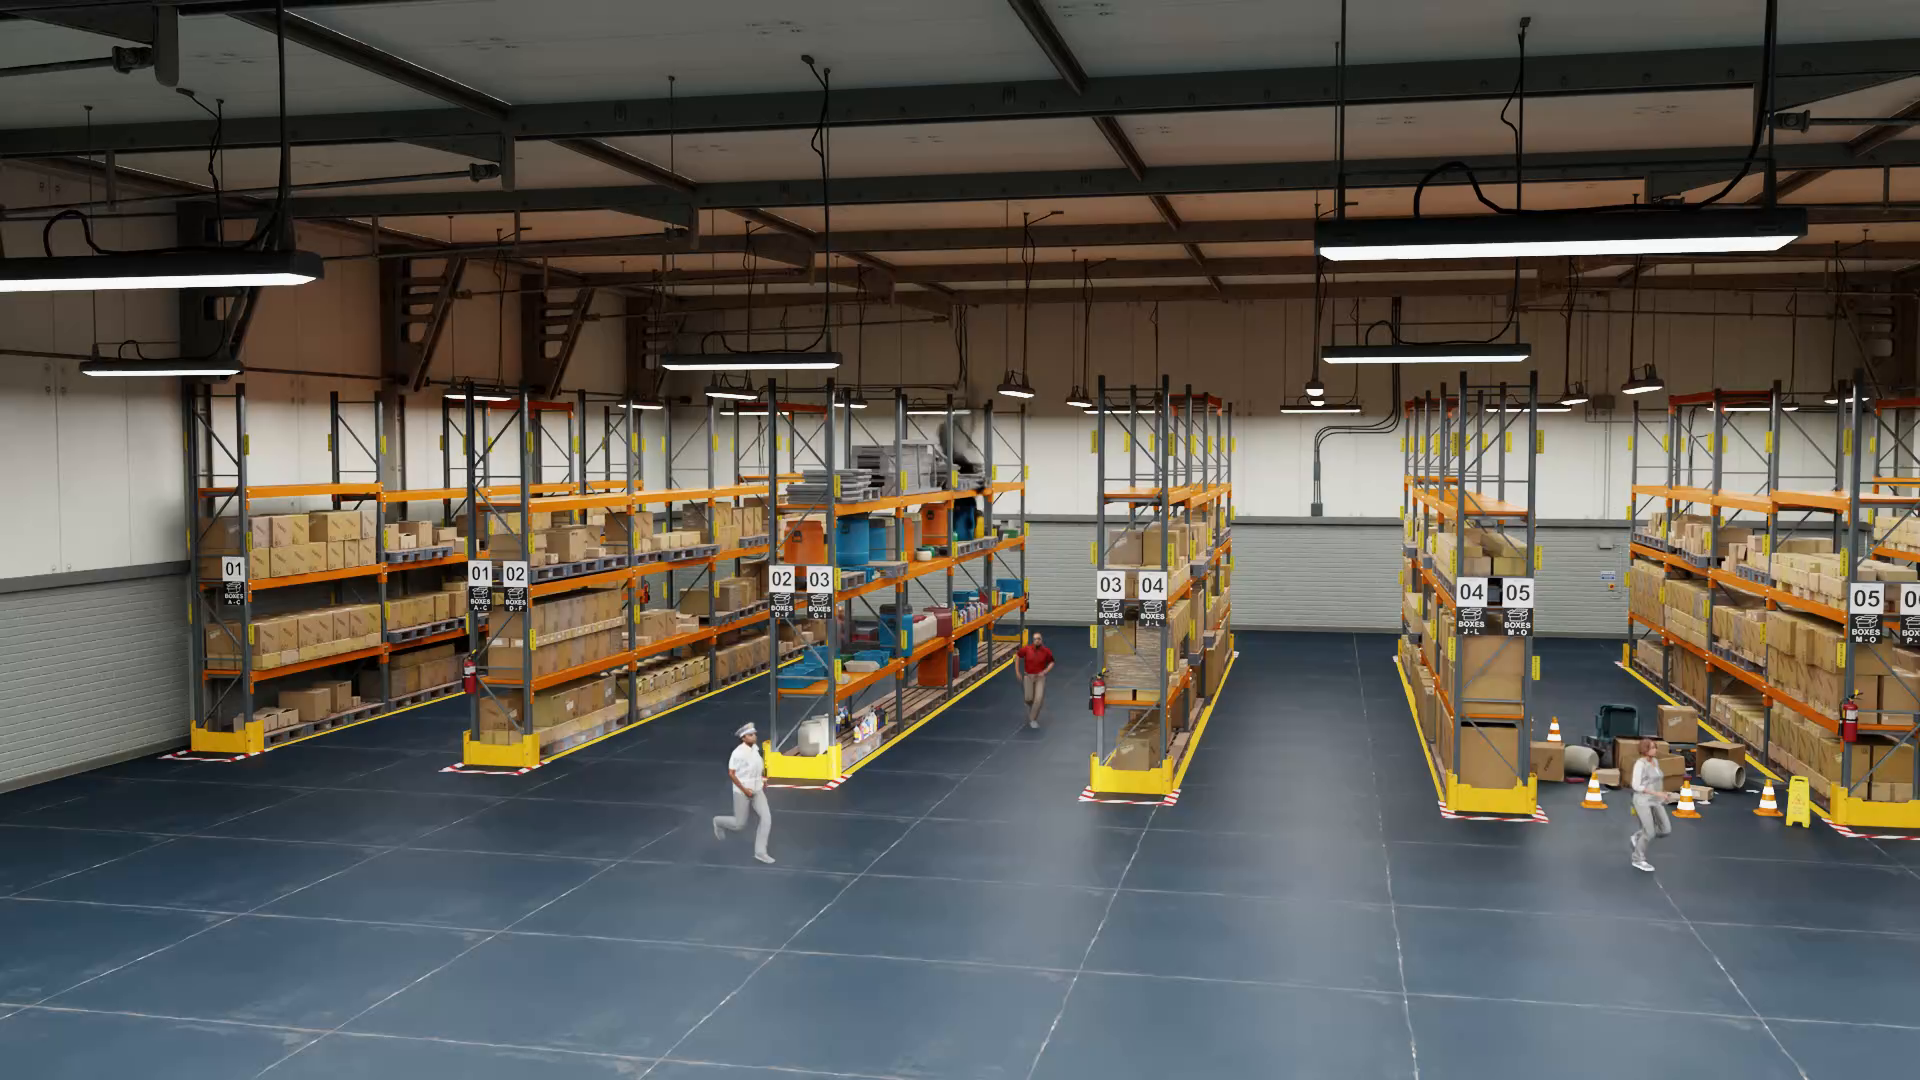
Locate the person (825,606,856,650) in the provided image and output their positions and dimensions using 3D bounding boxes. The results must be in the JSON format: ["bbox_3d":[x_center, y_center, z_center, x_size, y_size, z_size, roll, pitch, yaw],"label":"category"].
[{"bbox_3d":[-2.431,2.244,33.678,0.691,1.674,0.799,0,3,8],"label":"person"}]

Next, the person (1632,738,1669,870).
[{"bbox_3d":[8.109,3.116,19.540,0.532,1.548,0.538,-2,4,-35],"label":"person"}]

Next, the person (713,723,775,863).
[{"bbox_3d":[-2.594,3.040,20.143,0.892,1.681,0.564,3,4,38],"label":"person"}]

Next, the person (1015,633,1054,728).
[{"bbox_3d":[1.330,2.493,29.629,0.702,1.682,0.705,0,3,2],"label":"person"}]
